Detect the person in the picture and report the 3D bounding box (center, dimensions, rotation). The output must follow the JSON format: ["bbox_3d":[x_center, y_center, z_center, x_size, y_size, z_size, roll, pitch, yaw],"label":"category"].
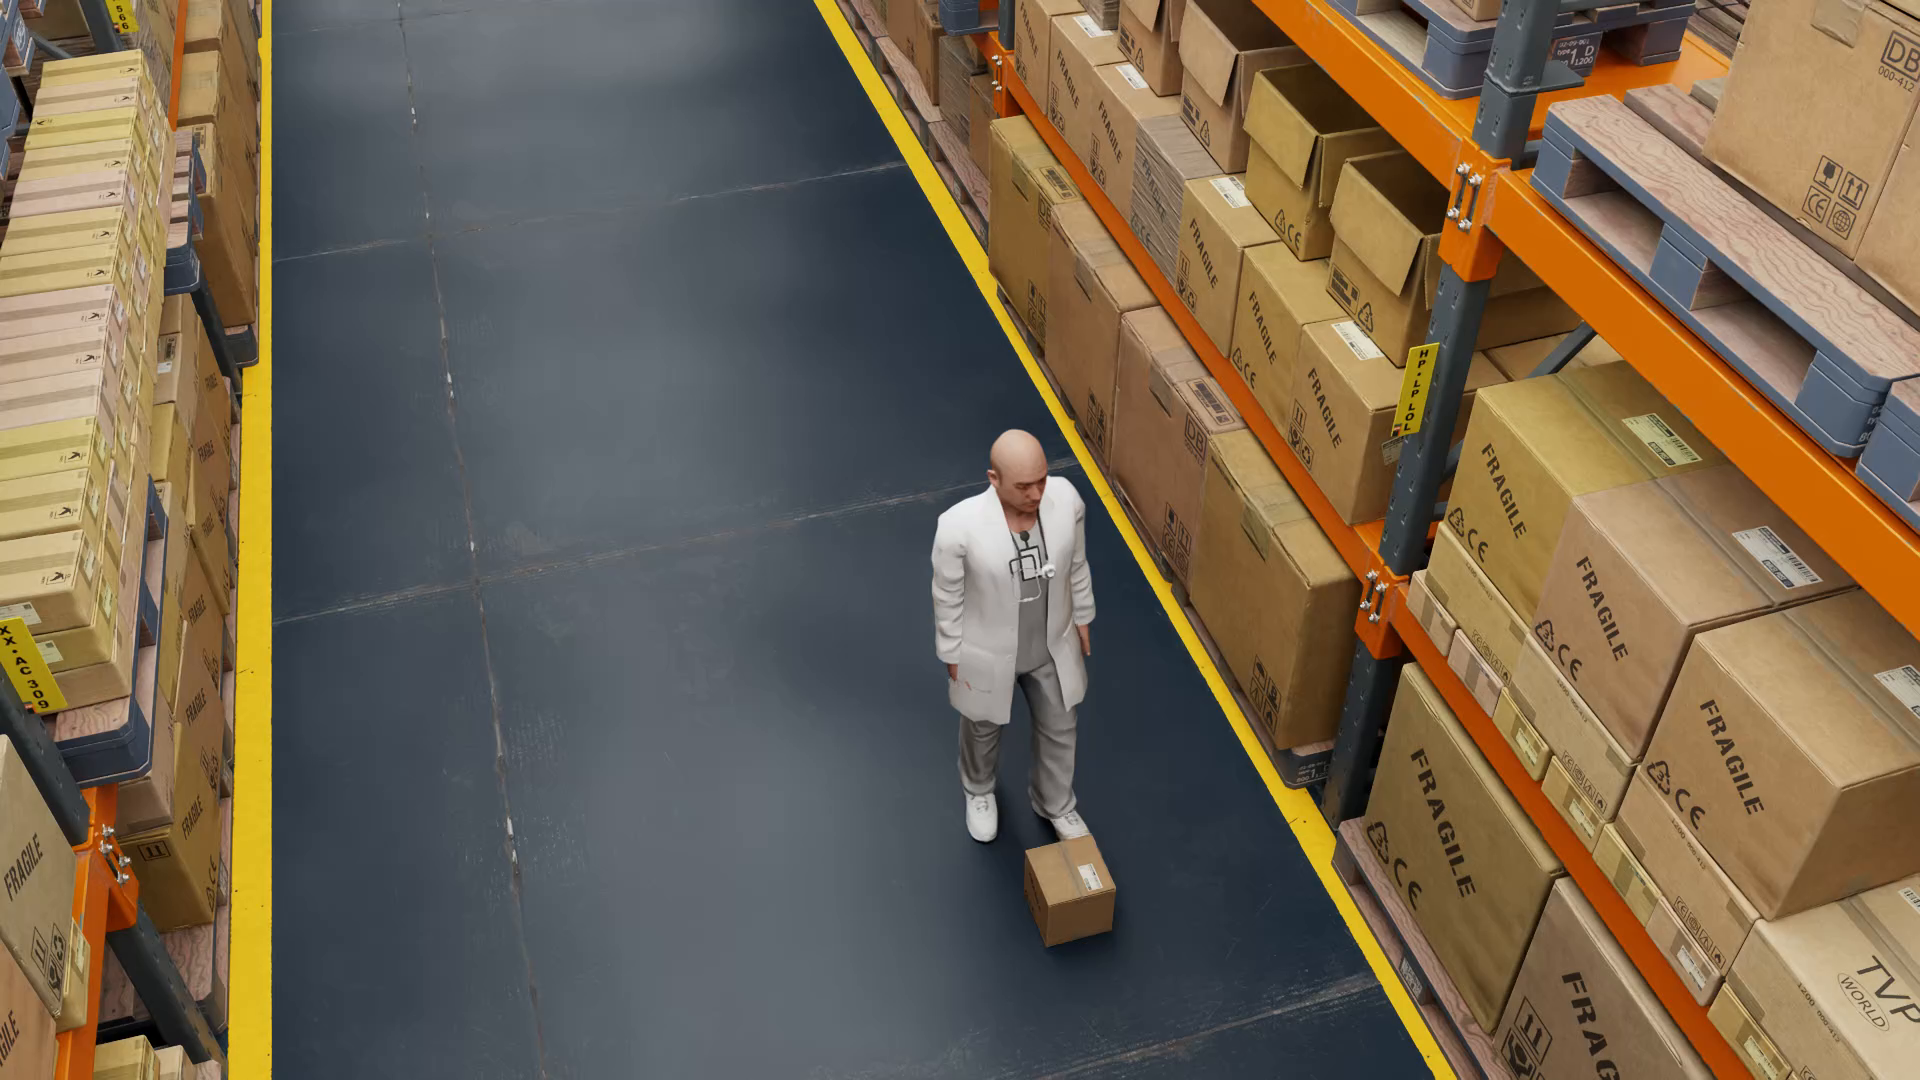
[{"bbox_3d":[0.233,0.395,5.727,0.596,1.781,0.576,-15,44,-17],"label":"person"}]
